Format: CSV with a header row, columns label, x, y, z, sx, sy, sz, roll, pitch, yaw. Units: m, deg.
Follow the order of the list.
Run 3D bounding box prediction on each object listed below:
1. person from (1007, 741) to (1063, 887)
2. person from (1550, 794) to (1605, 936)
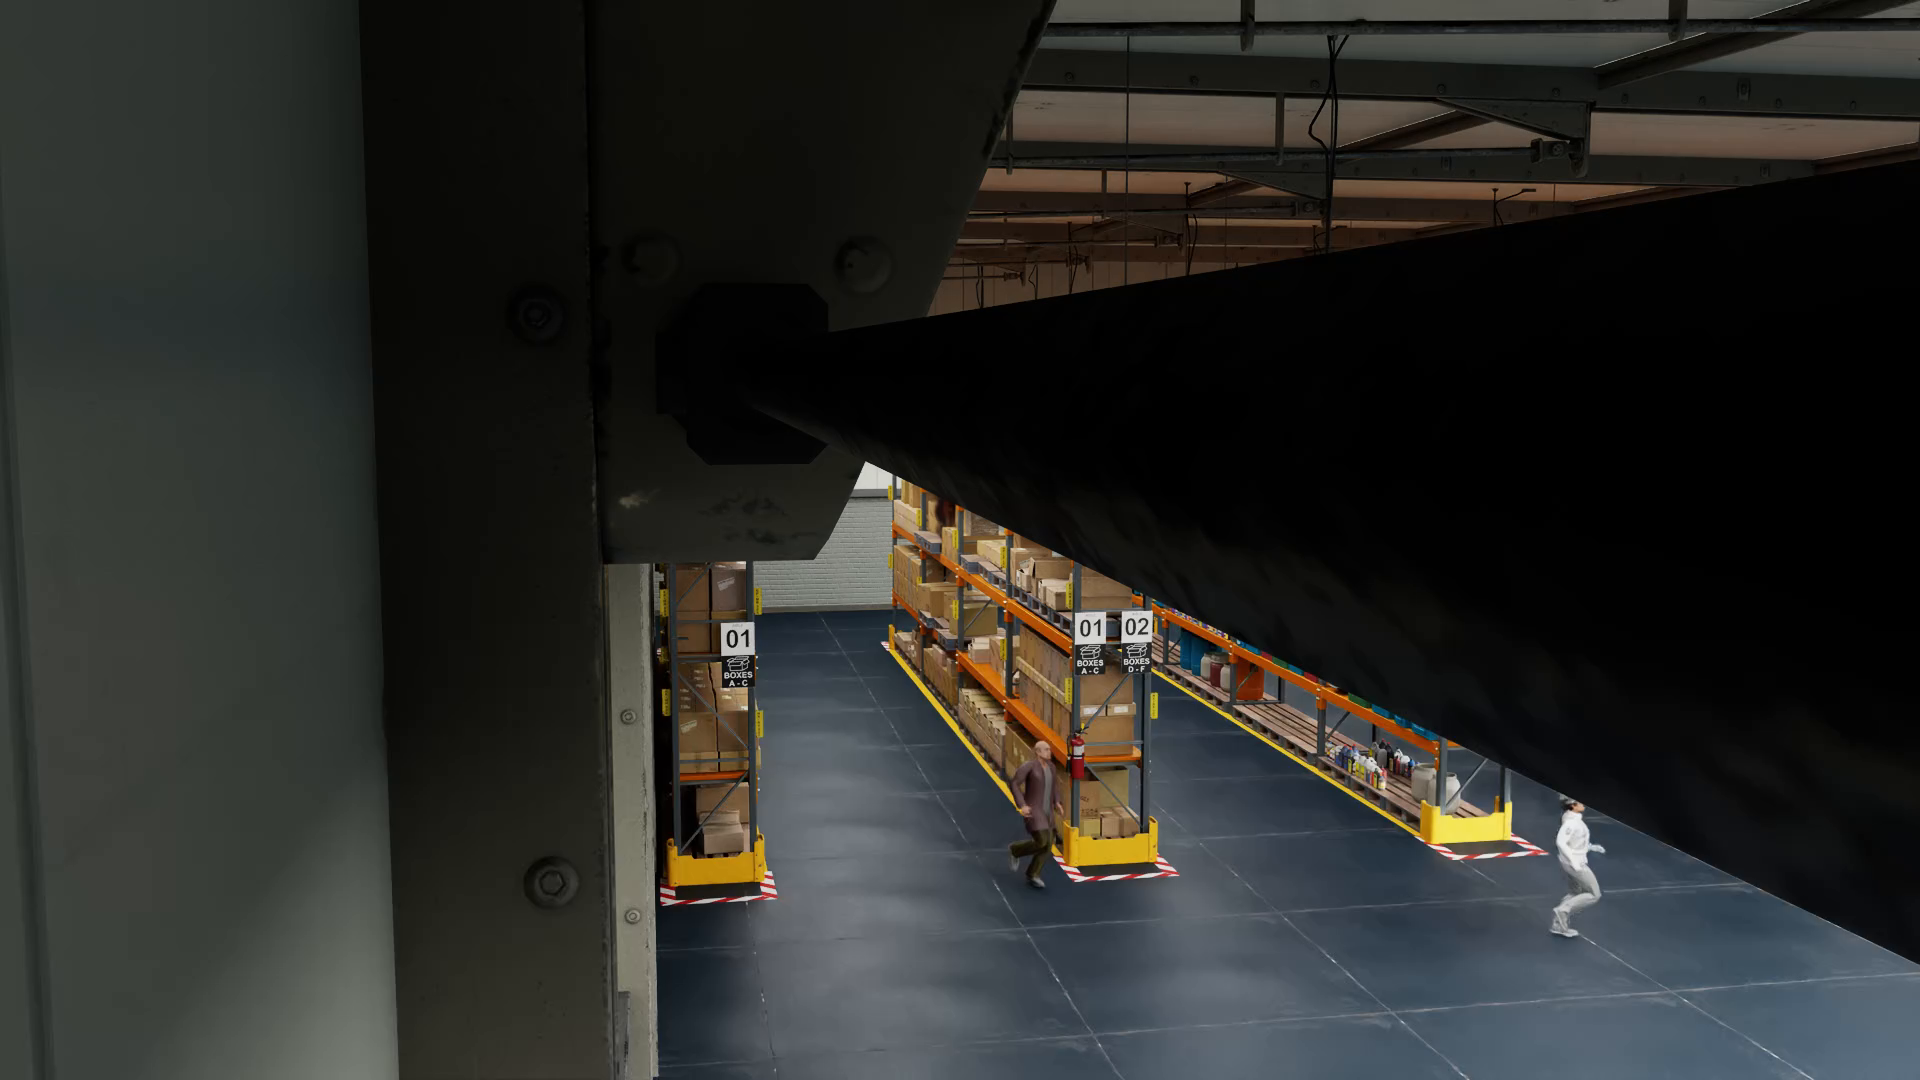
label,x,y,z,sx,sy,sz,roll,pitch,yaw
person,0.972,3.298,20.254,0.749,1.698,0.646,-6,8,-42
person,6.781,3.536,18.226,0.548,1.652,0.600,1,6,13
